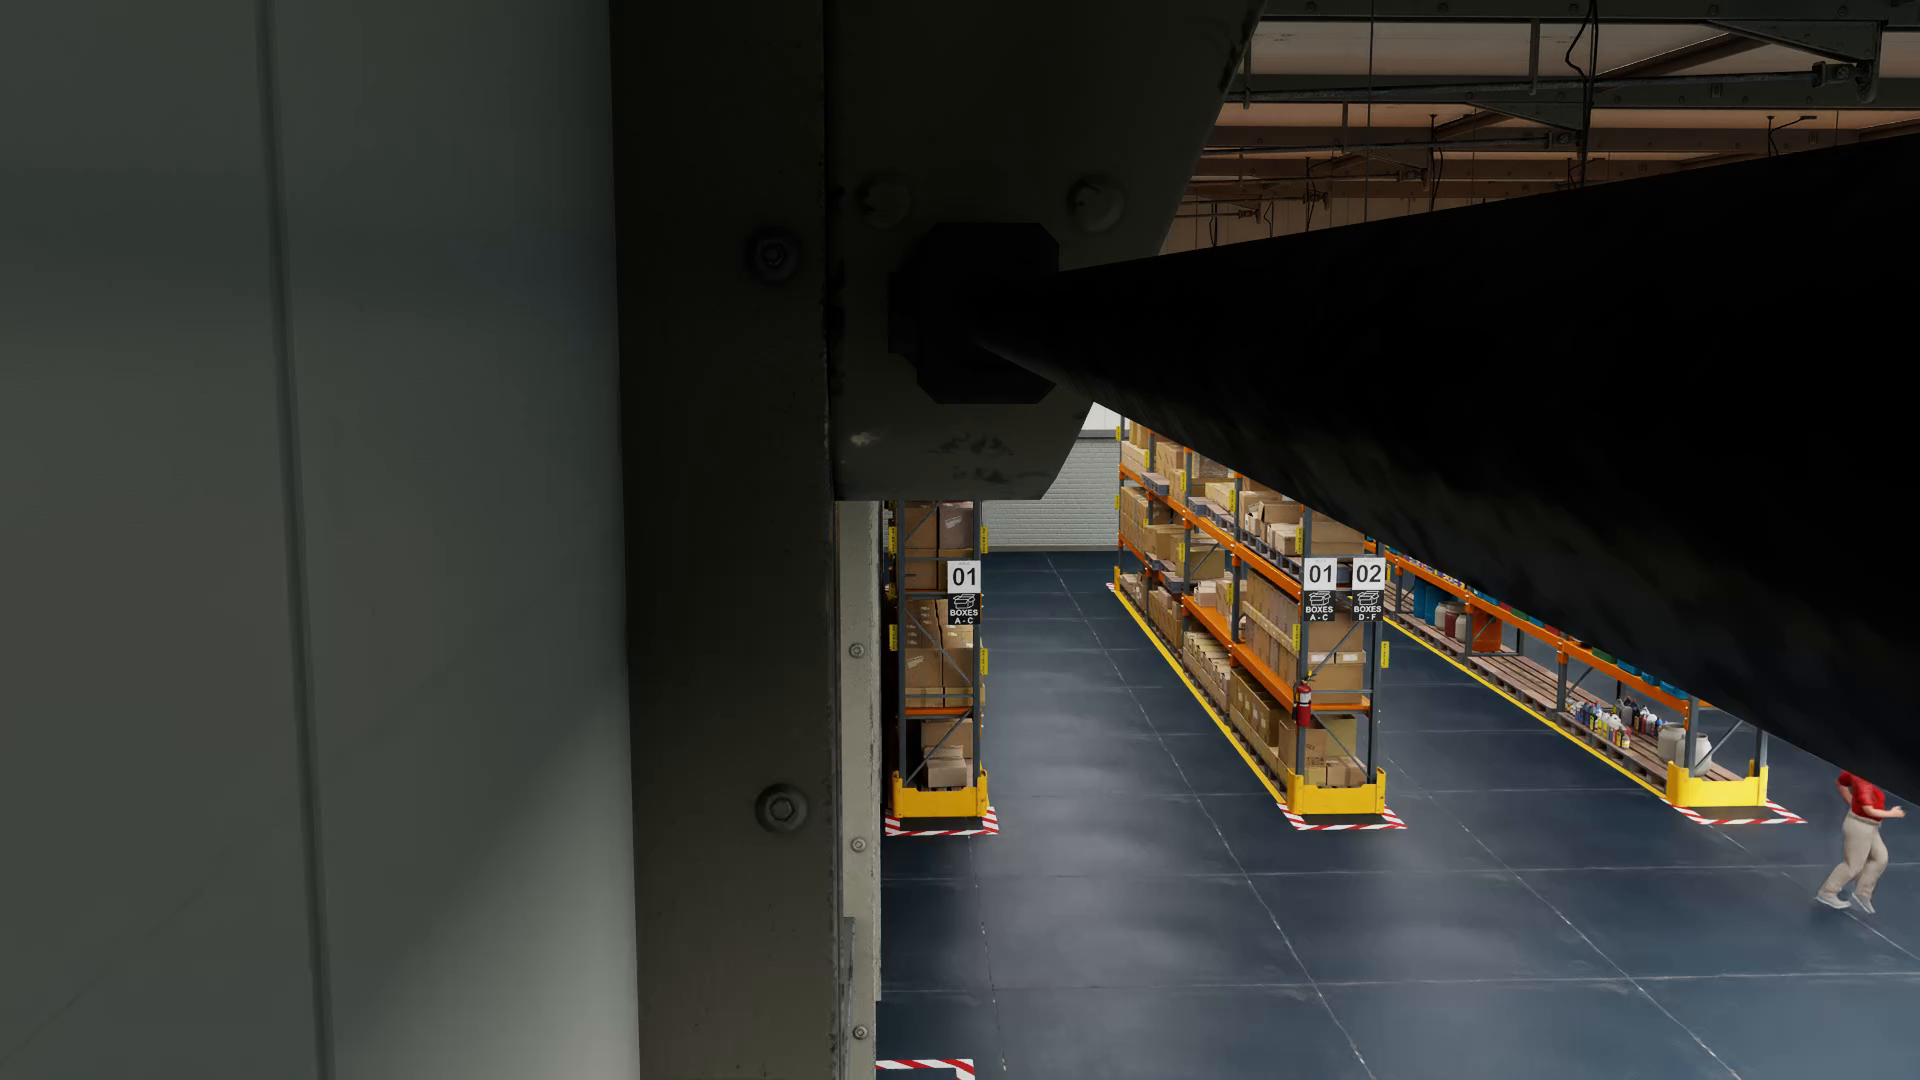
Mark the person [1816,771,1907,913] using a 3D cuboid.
[{"bbox_3d":[9.335,3.047,17.205,0.765,1.814,0.685,4,9,25],"label":"person"}]
